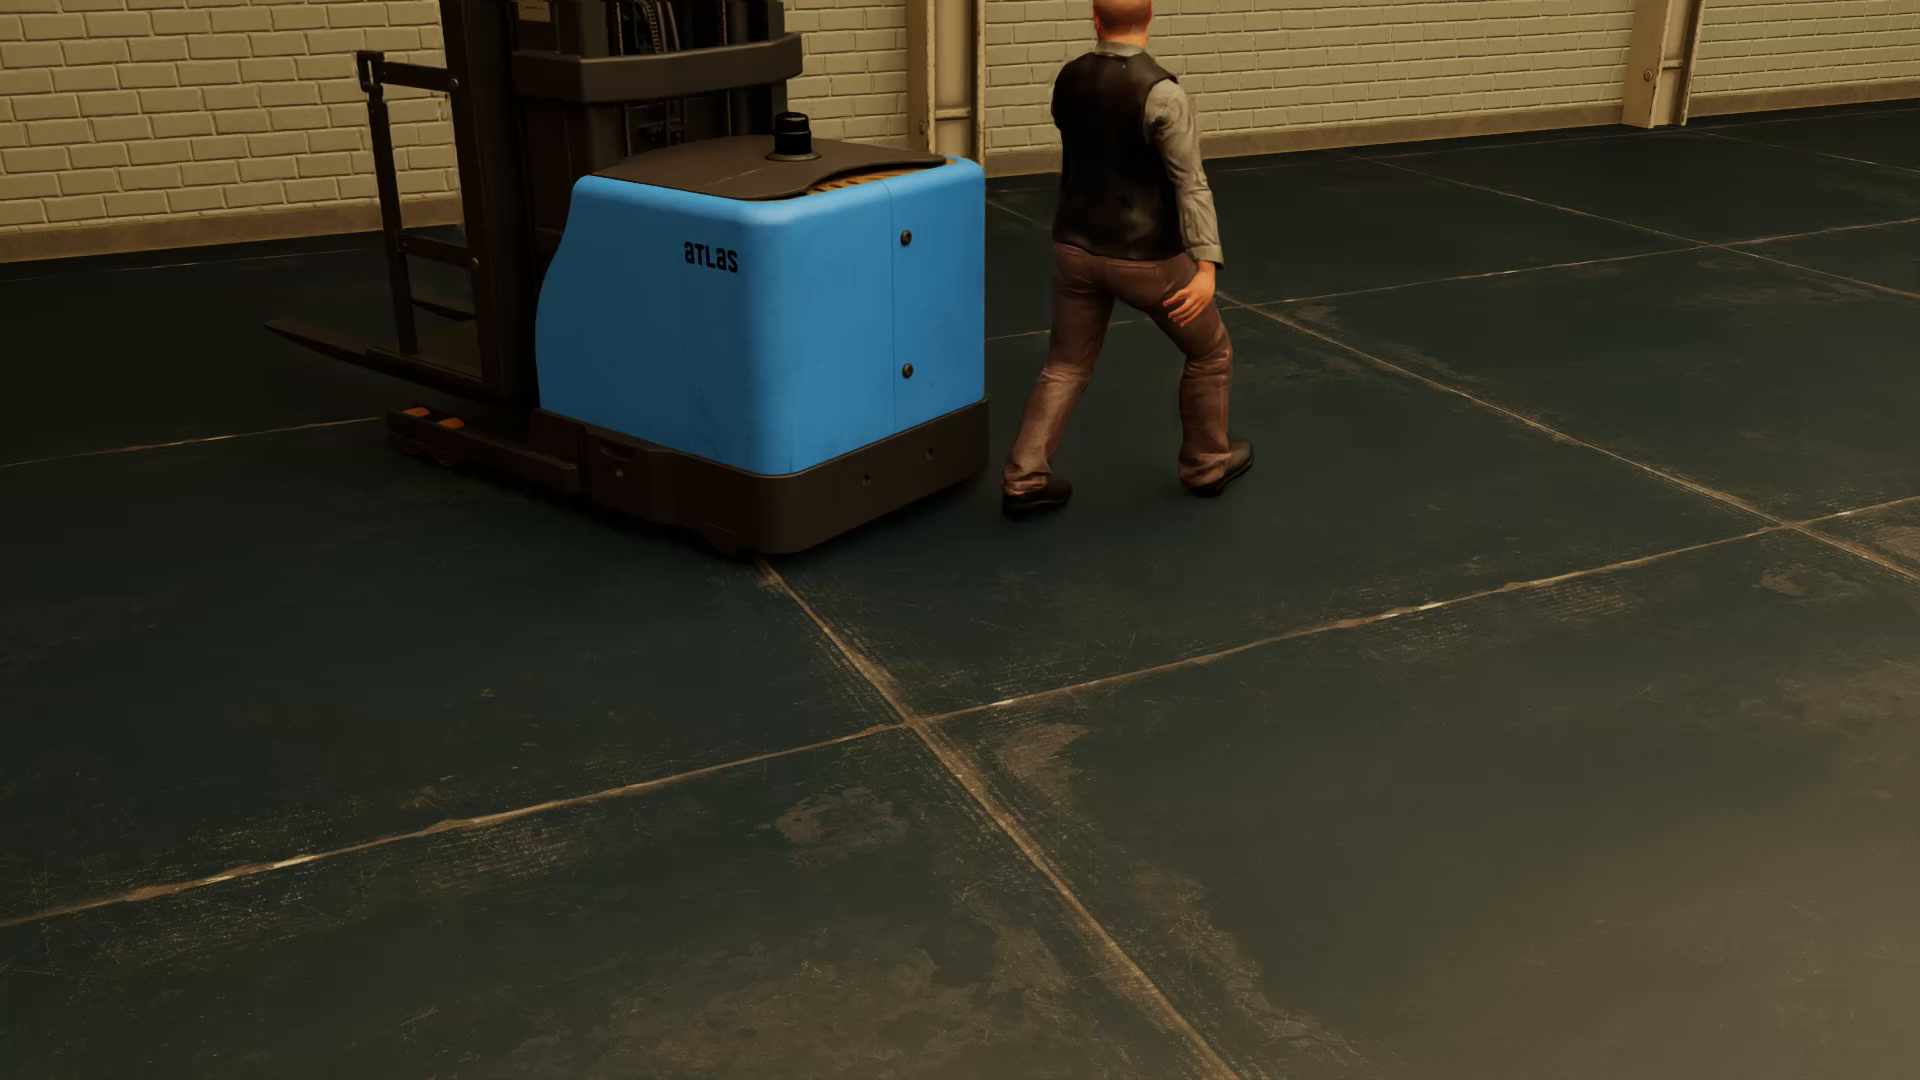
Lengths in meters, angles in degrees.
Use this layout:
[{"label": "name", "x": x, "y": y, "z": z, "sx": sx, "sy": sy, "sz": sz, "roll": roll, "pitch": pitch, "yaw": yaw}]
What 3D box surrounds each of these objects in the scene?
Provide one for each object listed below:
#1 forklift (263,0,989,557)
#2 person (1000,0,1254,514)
[{"label": "forklift", "x": -1.374, "y": -1.746, "z": 5.490, "sx": 3.031, "sy": 2.935, "sz": 1.130, "roll": 17, "pitch": 28, "yaw": 35}, {"label": "person", "x": 0.575, "y": -0.881, "z": 5.112, "sx": 0.670, "sy": 1.656, "sz": 0.866, "roll": 19, "pitch": 29, "yaw": 38}]
